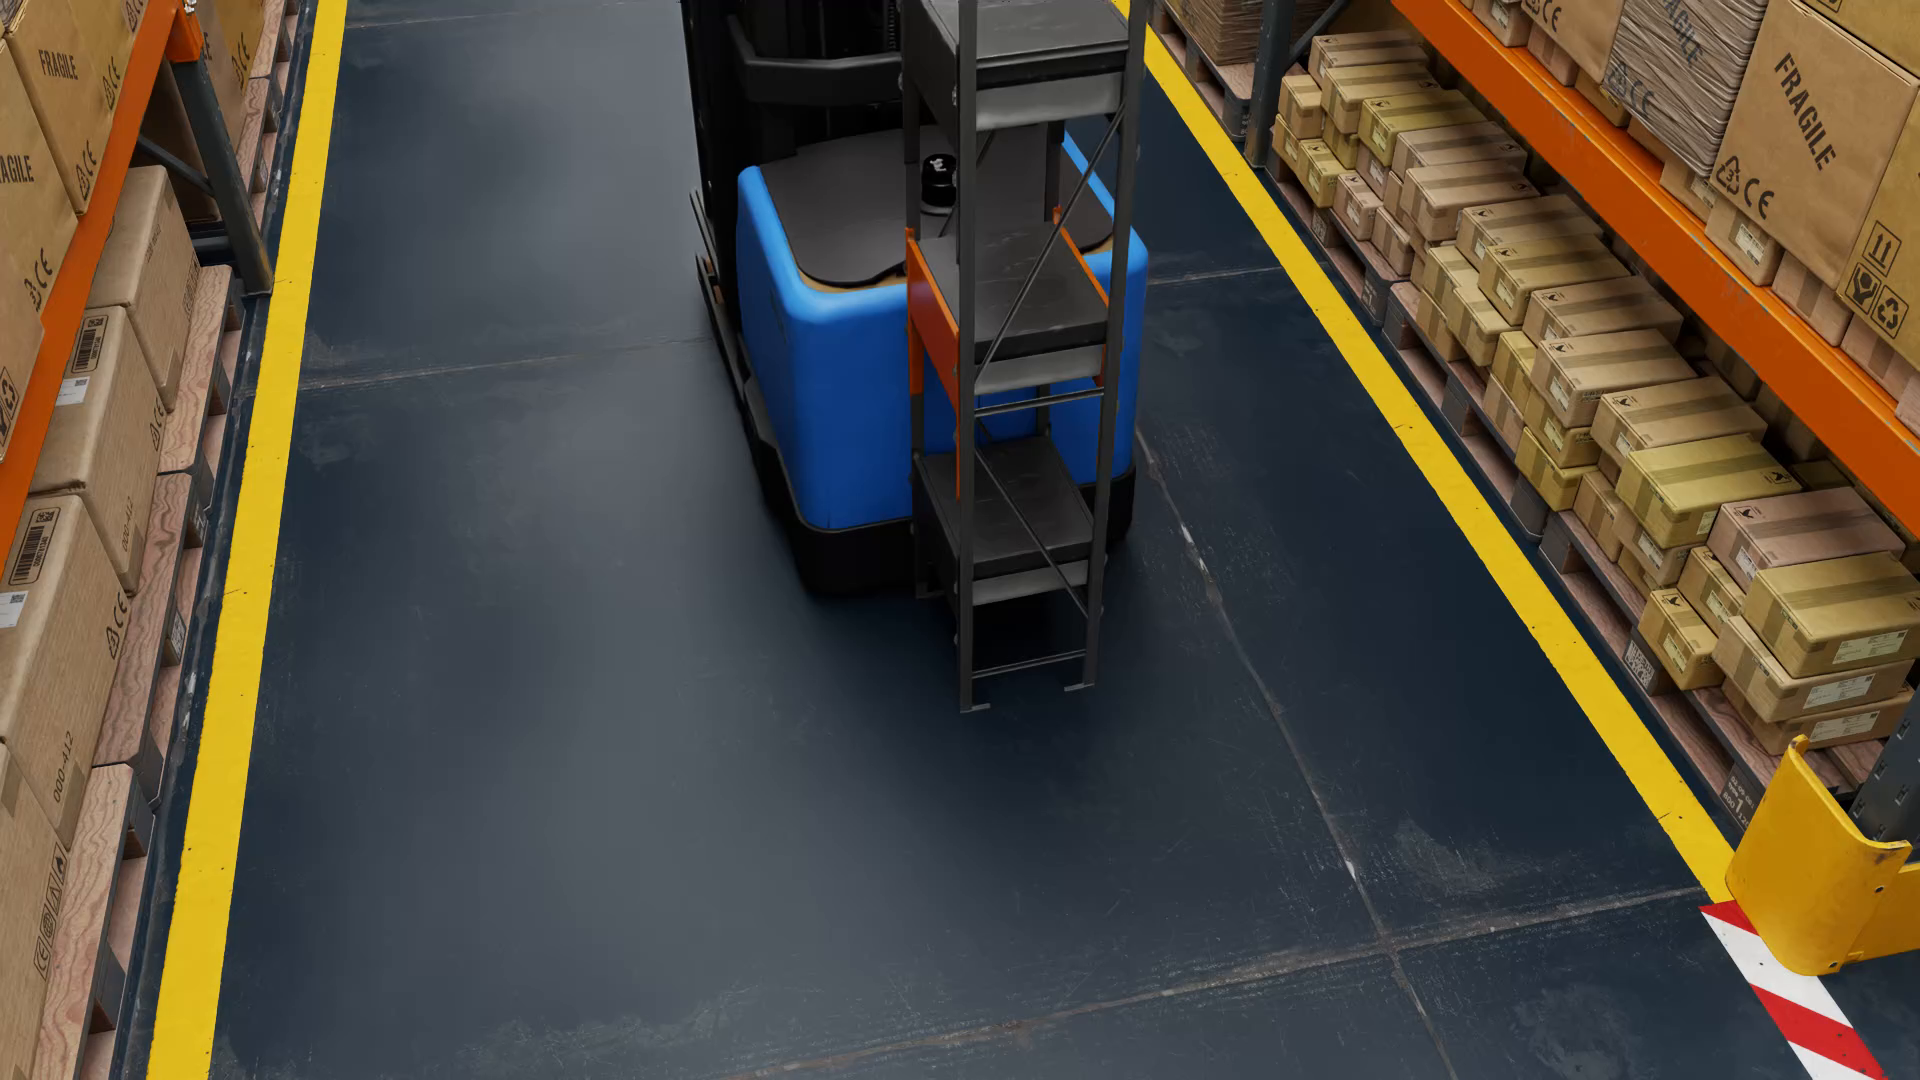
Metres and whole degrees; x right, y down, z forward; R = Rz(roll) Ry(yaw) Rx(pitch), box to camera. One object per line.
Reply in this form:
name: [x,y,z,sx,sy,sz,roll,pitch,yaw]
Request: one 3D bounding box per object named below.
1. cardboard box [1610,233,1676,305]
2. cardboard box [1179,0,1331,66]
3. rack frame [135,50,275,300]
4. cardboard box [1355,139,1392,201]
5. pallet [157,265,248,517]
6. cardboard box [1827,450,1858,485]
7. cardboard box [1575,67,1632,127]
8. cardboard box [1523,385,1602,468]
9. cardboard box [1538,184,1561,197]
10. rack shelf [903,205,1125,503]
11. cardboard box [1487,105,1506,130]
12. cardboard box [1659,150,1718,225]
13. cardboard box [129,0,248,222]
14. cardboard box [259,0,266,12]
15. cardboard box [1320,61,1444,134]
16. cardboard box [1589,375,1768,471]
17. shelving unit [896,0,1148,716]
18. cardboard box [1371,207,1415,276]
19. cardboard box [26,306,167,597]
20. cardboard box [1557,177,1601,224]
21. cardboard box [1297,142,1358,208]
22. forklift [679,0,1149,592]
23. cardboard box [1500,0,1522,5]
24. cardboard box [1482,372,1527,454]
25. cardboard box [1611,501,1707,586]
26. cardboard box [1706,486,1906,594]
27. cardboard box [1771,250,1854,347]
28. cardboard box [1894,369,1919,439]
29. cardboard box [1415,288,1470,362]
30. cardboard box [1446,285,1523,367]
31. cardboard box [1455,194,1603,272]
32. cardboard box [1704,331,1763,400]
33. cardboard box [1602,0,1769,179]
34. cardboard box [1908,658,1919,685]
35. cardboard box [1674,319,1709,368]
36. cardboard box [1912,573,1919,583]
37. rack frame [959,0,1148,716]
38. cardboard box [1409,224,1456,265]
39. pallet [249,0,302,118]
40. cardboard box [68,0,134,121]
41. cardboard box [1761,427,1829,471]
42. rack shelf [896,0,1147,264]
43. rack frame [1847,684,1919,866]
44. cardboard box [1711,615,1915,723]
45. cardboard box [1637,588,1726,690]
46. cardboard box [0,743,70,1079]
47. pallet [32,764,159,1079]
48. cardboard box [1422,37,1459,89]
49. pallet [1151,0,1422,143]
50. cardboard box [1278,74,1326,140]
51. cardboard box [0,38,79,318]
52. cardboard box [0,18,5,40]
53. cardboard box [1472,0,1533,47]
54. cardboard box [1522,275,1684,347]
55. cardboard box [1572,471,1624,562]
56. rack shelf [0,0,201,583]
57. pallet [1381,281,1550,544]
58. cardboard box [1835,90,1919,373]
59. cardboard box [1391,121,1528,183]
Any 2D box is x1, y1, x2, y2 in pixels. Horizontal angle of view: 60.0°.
cardboard box: [2.339,-0.897,5.384,0.380,0.149,0.250,-8,42,-9]
cardboard box: [1.303,-2.454,7.322,0.500,0.500,0.500,-9,42,-10]
rack frame: [-3.103,-2.014,5.259,1.000,3.000,0.127,-8,42,-9]
cardboard box: [1.704,-1.406,6.181,0.380,0.149,0.250,-9,42,-10]
pallet: [-3.015,-0.467,5.617,1.003,0.211,1.213,-8,42,-9]
cardboard box: [2.684,-0.241,4.644,0.380,0.149,0.250,-8,42,-9]
cardboard box: [1.960,-1.290,4.633,0.380,0.149,0.250,-8,42,-9]
cardboard box: [1.941,-0.369,5.014,0.380,0.149,0.250,-8,42,-9]
cardboard box: [2.265,-1.148,5.891,0.380,0.149,0.250,-7,42,-8]
rack shelf: [0.125,-0.476,4.225,0.431,0.518,0.480,-11,43,-12]
cardboard box: [2.194,-1.588,6.163,0.380,0.149,0.250,-9,42,-10]
cardboard box: [2.034,-0.937,4.235,0.380,0.149,0.250,-10,43,-11]
cardboard box: [-3.315,-1.767,6.265,0.875,0.875,0.875,-7,42,-8]
cardboard box: [-3.710,-2.931,7.576,0.875,0.875,0.875,-8,42,-9]
cardboard box: [1.582,-1.662,6.246,0.380,0.149,0.250,-6,42,-7]
cardboard box: [2.038,-0.314,4.727,0.380,0.149,0.250,-10,43,-11]
shelving unit: [0.125,-0.486,4.216,0.431,2.100,0.503,-11,43,-12]
cardboard box: [1.739,-1.114,6.076,0.380,0.149,0.250,-9,42,-10]
cardboard box: [-2.879,-0.210,4.841,0.875,0.438,0.875,-10,42,-11]
cardboard box: [2.322,-1.247,5.778,0.380,0.149,0.250,-10,43,-11]
cardboard box: [1.531,-1.425,6.427,0.380,0.149,0.250,-7,42,-8]
forklift: [-0.357,-1.930,5.217,1.130,2.935,3.031,-11,43,-12]
cardboard box: [1.757,-1.929,4.864,0.500,0.500,0.500,-9,42,-10]
cardboard box: [1.906,-0.428,5.304,0.380,0.149,0.250,-8,42,-8]
cardboard box: [2.065,-0.036,4.638,0.380,0.149,0.250,-10,43,-11]
cardboard box: [2.212,0.013,4.359,0.380,0.149,0.250,-8,42,-8]
cardboard box: [2.140,-0.600,3.855,0.380,0.149,0.250,-9,42,-10]
cardboard box: [2.225,-0.273,3.487,0.380,0.149,0.250,-8,42,-9]
cardboard box: [1.793,-0.762,5.680,0.380,0.149,0.250,-9,42,-10]
cardboard box: [1.817,-0.713,5.401,0.380,0.149,0.250,-8,42,-9]
cardboard box: [1.878,-0.998,5.498,0.380,0.149,0.250,-10,43,-11]
cardboard box: [2.499,-0.571,5.016,0.380,0.149,0.250,-7,42,-8]
cardboard box: [1.999,-1.261,4.111,0.500,0.500,0.500,-8,42,-9]
cardboard box: [2.771,0.328,4.452,0.380,0.149,0.250,-8,42,-8]
cardboard box: [2.368,-0.616,5.291,0.380,0.149,0.250,-6,42,-7]
cardboard box: [2.705,0.040,4.552,0.380,0.149,0.250,-9,42,-9]
rack frame: [0.192,-0.330,4.041,0.400,2.100,0.015,-11,43,-12]
cardboard box: [1.796,-1.049,5.779,0.380,0.149,0.250,-7,42,-7]
pallet: [-3.610,-2.253,7.629,1.003,0.211,1.213,-8,42,-9]
cardboard box: [-2.637,-1.454,4.554,0.500,0.500,0.500,-9,42,-10]
cardboard box: [2.617,-0.288,4.922,0.380,0.149,0.250,-7,42,-8]
rack shelf: [0.125,-1.000,3.760,0.431,0.518,0.480,-11,43,-12]
rack frame: [2.572,-0.196,3.211,1.000,3.000,0.127,-8,42,-9]
cardboard box: [2.179,0.301,4.259,0.380,0.149,0.250,-9,42,-10]
cardboard box: [2.100,0.250,4.540,0.380,0.149,0.250,-7,42,-8]
cardboard box: [-2.480,0.967,3.515,0.875,0.438,0.875,-10,43,-11]
pallet: [-2.489,1.115,3.835,1.003,0.211,1.213,-8,42,-9]
cardboard box: [2.039,-1.909,6.524,0.380,0.149,0.250,-7,42,-8]
pallet: [1.539,-2.250,7.626,1.003,0.211,1.213,-8,42,-9]
cardboard box: [1.474,-1.710,6.524,0.380,0.149,0.250,-7,42,-7]
cardboard box: [-2.416,-0.789,3.804,0.500,0.500,0.500,-7,42,-8]
cardboard box: [-2.411,-1.174,3.484,0.500,0.500,0.500,-8,42,-9]
cardboard box: [1.782,-1.617,5.002,0.380,0.149,0.250,-7,42,-7]
cardboard box: [1.977,-0.667,5.124,0.380,0.149,0.250,-10,43,-11]
cardboard box: [2.061,-0.092,4.925,0.380,0.149,0.250,-8,42,-9]
rack shelf: [-2.671,-0.448,4.037,1.077,0.370,4.000,-8,42,-9]
pallet: [2.155,-0.523,5.680,1.003,0.211,1.213,-8,42,-9]
cardboard box: [2.224,-0.599,3.366,0.500,0.500,0.500,-8,42,-8]
cardboard box: [1.763,-1.339,5.882,0.380,0.149,0.250,-9,42,-10]
